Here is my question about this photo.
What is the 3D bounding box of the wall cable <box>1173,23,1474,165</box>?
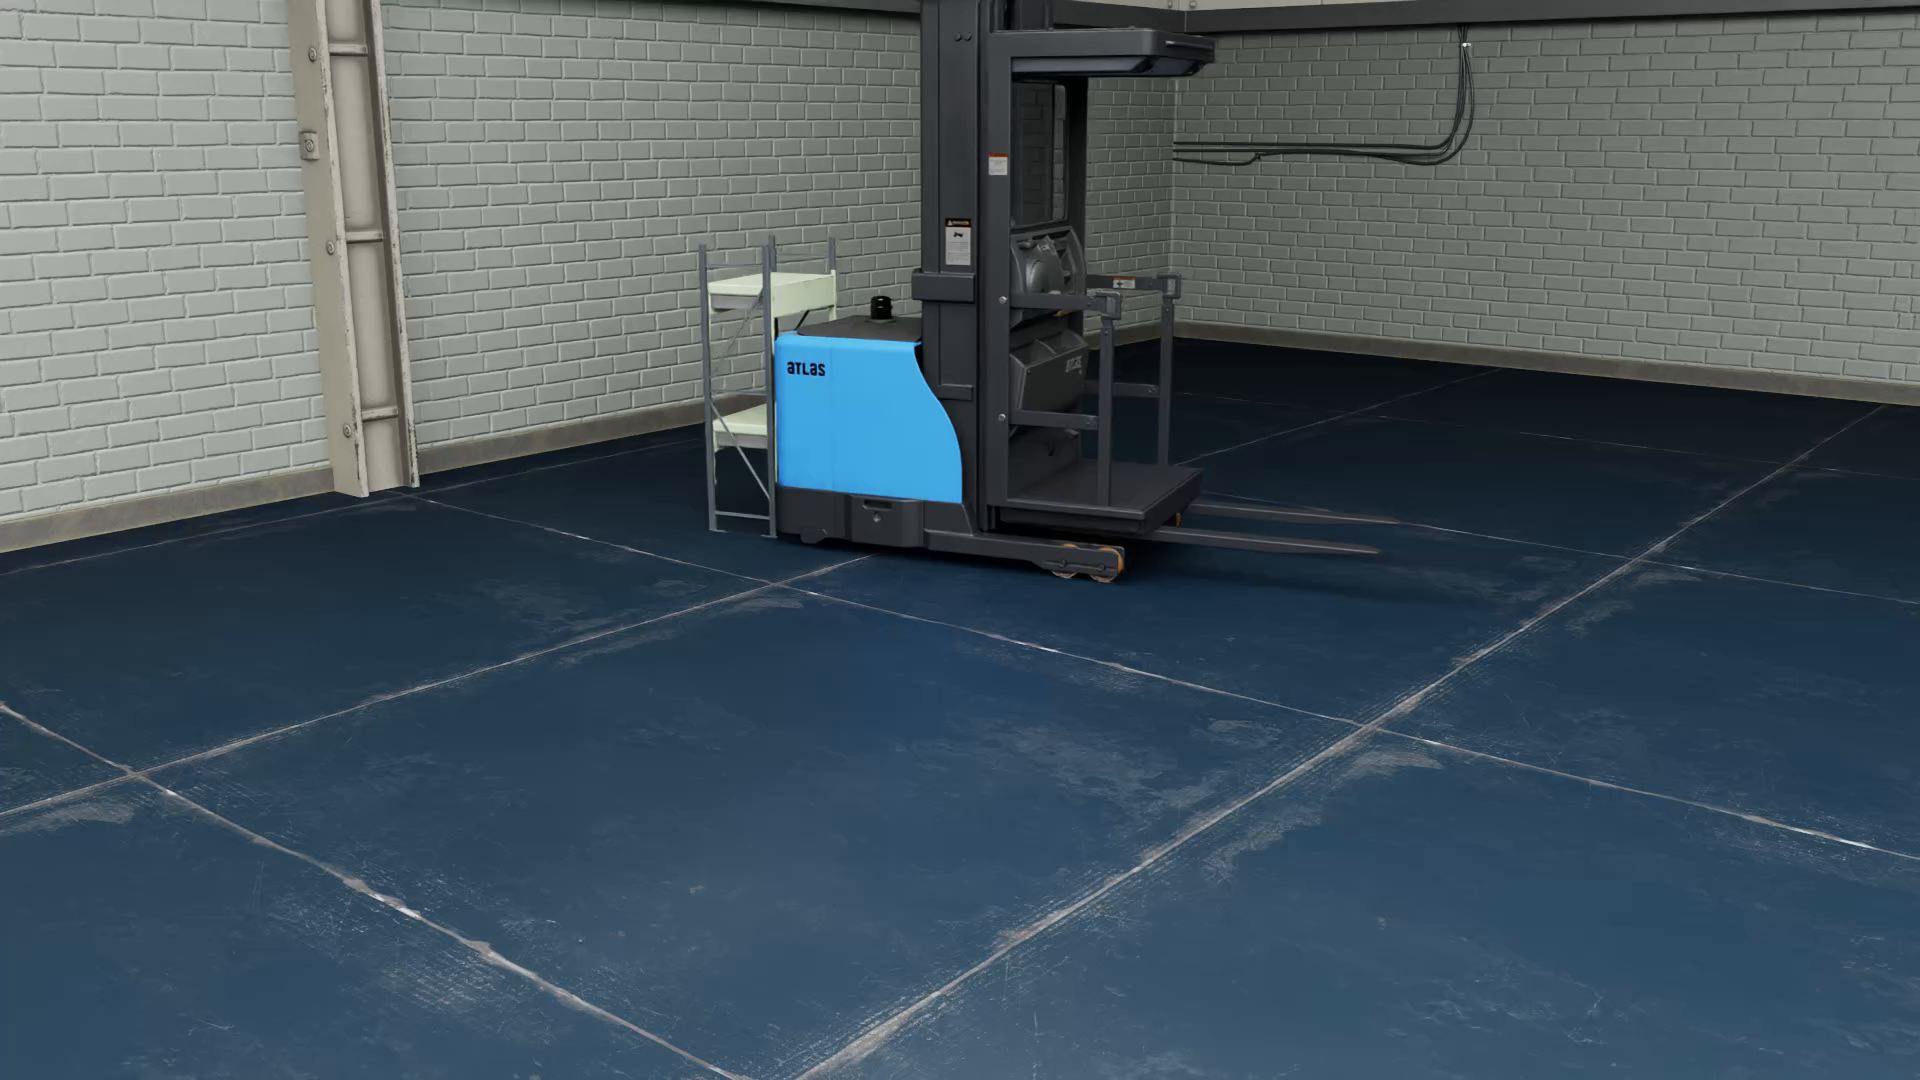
[{"bbox_3d":[3.202,-4.672,15.042,3.097,2.526,0.112,11,18,38],"label":"wall cable"}]

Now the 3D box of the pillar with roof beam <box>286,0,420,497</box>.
[{"bbox_3d":[-0.101,-4.002,6.099,9.100,9.000,0.400,11,18,38],"label":"pillar with roof beam"}]

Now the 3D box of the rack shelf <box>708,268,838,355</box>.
[{"bbox_3d":[-0.999,-1.218,8.787,0.431,0.370,0.720,6,15,22],"label":"rack shelf"}]

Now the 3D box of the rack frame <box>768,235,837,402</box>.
[{"bbox_3d":[-0.860,-0.923,9.211,0.400,1.500,0.023,6,15,22],"label":"rack frame"}]

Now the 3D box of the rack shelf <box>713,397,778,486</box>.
[{"bbox_3d":[-0.999,-0.524,8.963,0.431,0.370,0.720,6,15,22],"label":"rack shelf"}]

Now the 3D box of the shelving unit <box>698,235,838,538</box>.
[{"bbox_3d":[-0.999,-0.840,8.883,0.431,1.500,0.755,6,15,22],"label":"shelving unit"}]

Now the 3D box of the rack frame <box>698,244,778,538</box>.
[{"bbox_3d":[-1.139,-0.757,8.555,0.400,1.500,0.023,6,15,22],"label":"rack frame"}]

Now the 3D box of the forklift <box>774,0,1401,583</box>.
[{"bbox_3d":[0.622,-1.369,8.057,3.031,2.935,1.130,6,15,22],"label":"forklift"}]
